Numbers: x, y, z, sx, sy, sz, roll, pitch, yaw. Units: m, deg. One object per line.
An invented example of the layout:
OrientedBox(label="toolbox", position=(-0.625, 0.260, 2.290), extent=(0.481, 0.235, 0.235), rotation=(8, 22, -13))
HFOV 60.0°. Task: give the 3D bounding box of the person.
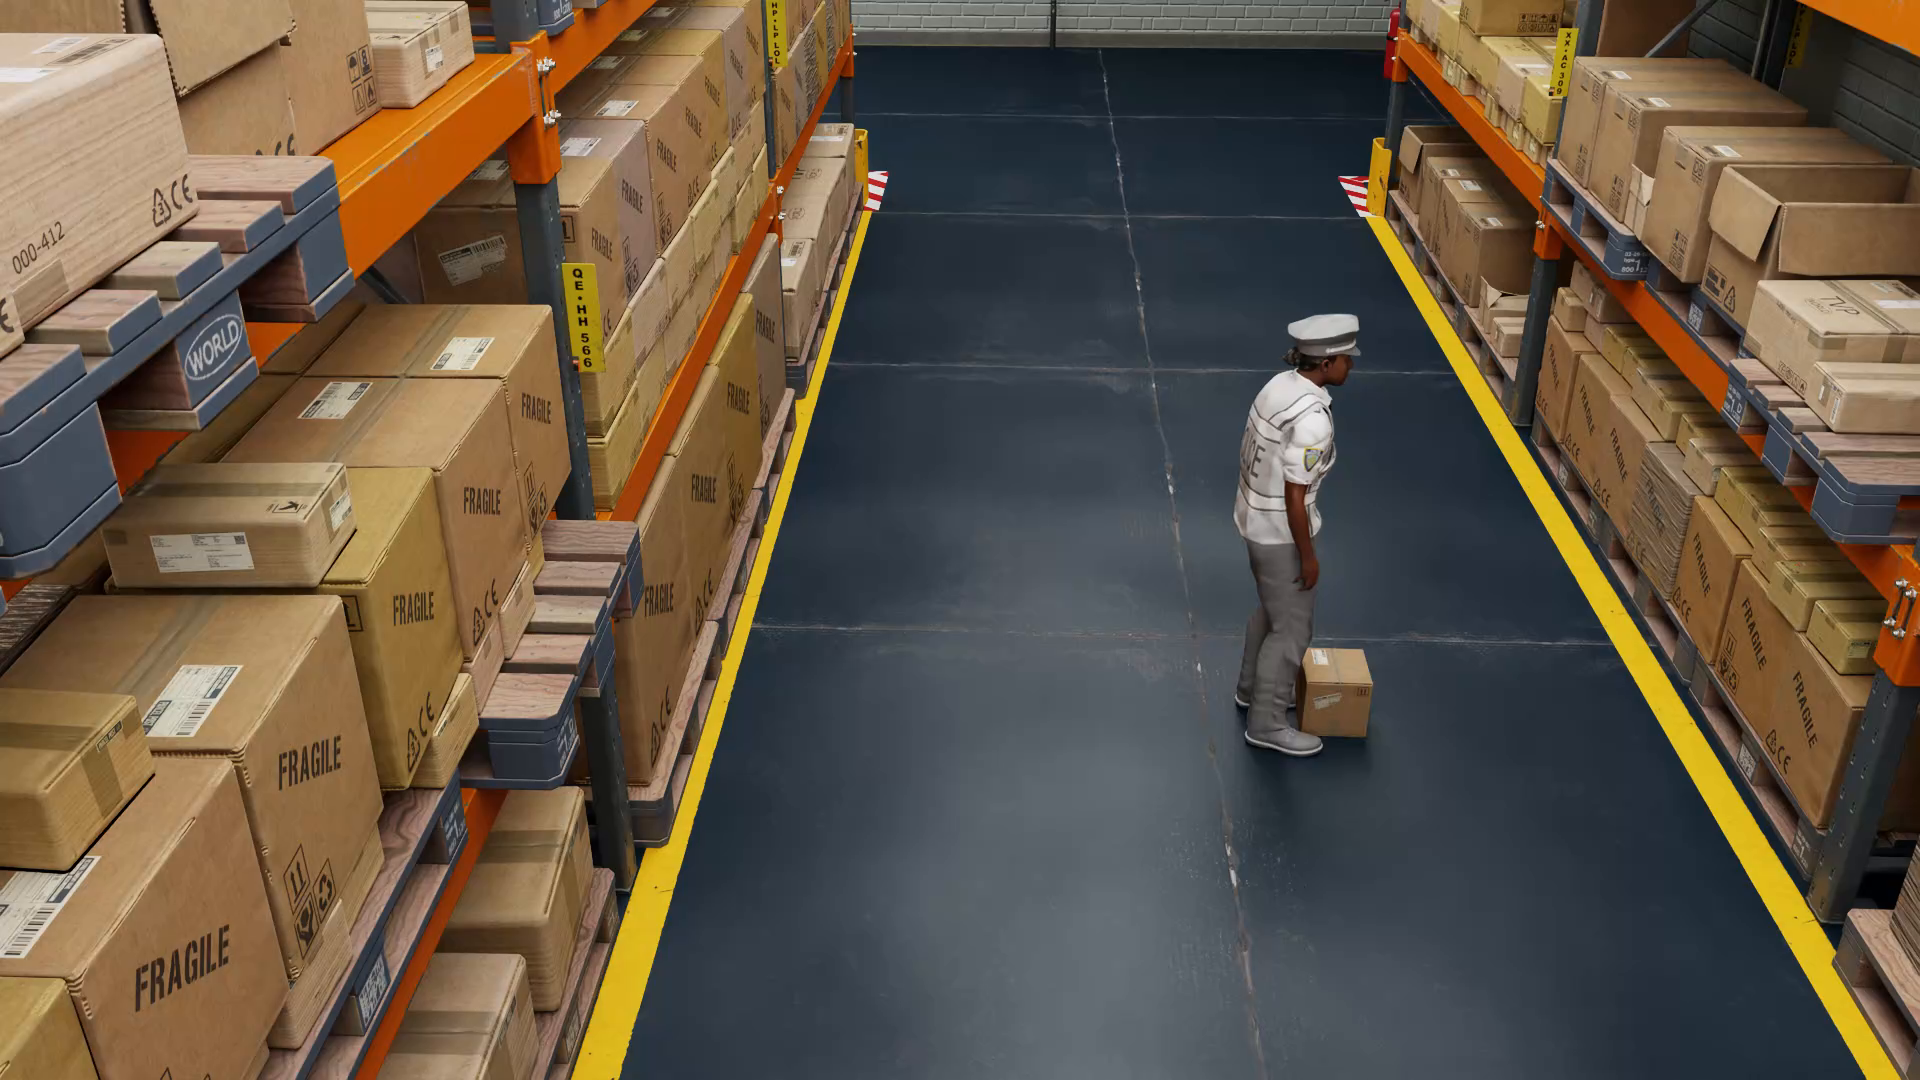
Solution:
OrientedBox(label="person", position=(1.221, -0.028, 6.170), extent=(0.393, 1.663, 0.532), rotation=(-1, 28, -1))
